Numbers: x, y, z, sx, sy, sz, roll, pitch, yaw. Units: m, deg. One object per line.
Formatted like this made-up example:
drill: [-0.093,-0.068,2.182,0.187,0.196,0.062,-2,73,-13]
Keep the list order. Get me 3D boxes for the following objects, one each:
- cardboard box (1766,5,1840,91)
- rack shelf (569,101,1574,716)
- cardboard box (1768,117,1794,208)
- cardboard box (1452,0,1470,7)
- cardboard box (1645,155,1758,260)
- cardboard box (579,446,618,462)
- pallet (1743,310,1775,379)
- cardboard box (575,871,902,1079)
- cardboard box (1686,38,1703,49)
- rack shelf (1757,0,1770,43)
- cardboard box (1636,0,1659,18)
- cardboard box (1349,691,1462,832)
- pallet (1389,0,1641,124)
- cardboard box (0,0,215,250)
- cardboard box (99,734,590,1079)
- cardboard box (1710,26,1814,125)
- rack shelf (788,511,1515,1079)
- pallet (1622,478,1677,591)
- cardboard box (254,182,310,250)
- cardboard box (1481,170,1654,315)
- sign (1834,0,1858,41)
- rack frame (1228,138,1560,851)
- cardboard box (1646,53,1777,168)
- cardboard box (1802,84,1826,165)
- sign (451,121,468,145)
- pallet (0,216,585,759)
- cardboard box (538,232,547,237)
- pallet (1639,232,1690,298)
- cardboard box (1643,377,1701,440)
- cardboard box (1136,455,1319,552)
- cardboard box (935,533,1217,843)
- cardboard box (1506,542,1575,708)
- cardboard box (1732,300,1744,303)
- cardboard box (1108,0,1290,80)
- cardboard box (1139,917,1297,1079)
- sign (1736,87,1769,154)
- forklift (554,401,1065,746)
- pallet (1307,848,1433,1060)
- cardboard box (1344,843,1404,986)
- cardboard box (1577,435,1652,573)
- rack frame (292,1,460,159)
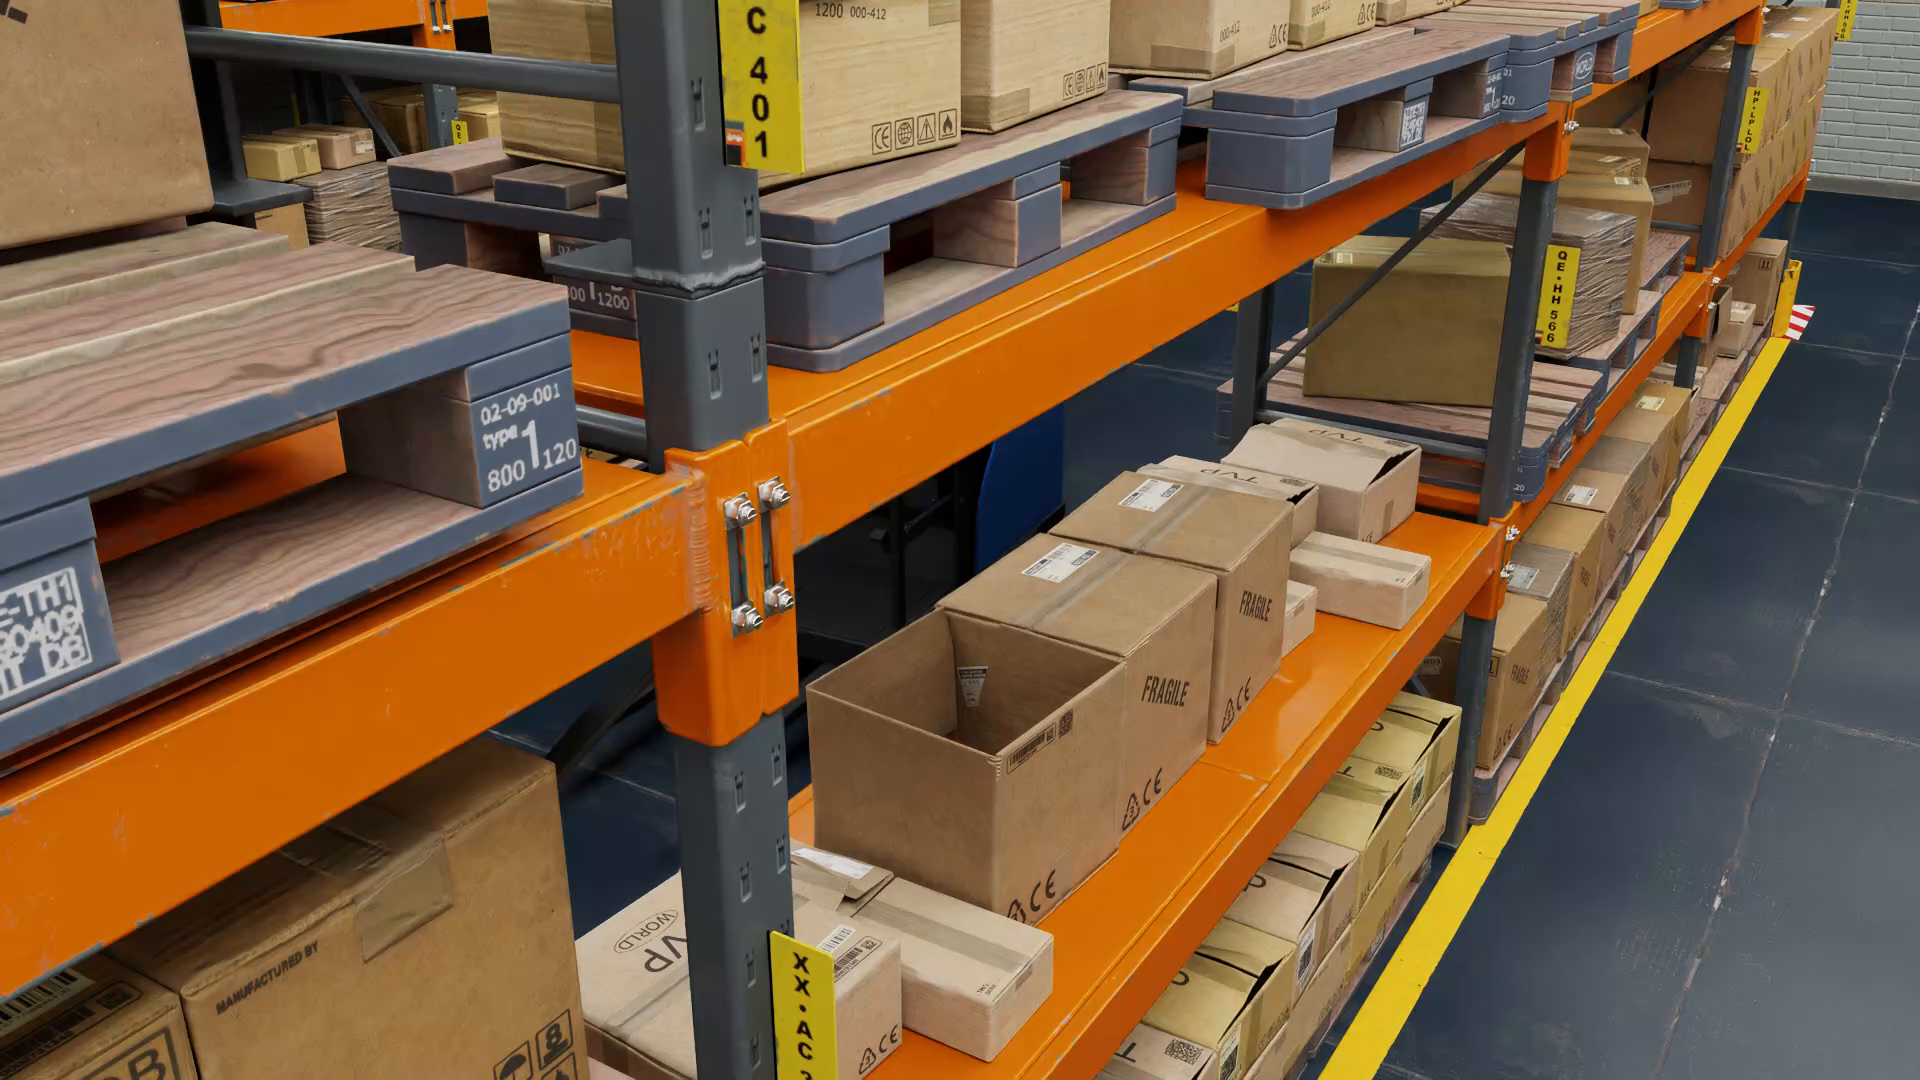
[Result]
cardboard box: [5.650,-3.355,11.340,0.500,0.500,0.500,14,27,29]
rack shelf: [0.376,-0.730,3.790,1.077,0.370,4.000,14,27,29]
cardboard box: [4.842,-2.383,10.353,0.500,0.500,0.500,13,27,28]
cardboard box: [1.240,-1.694,4.771,0.500,0.250,0.500,12,26,25]
cardboard box: [4.041,-1.869,9.166,0.500,0.500,0.500,15,27,30]
cardboard box: [-2.280,-0.822,9.050,0.750,0.750,0.750,13,27,28]
pallet: [5.191,-1.484,11.912,1.003,0.211,1.213,14,27,29]
cardboard box: [-0.456,0.885,3.118,0.500,0.250,0.500,16,28,32]
cardboard box: [4.122,-2.782,10.015,0.500,0.500,0.500,14,27,29]
rack shelf: [4.596,-3.430,10.027,1.077,0.370,4.000,14,27,29]
cardboard box: [2.176,-2.283,6.346,0.910,0.500,0.500,14,27,29]
cardboard box: [1.364,0.682,5.626,0.500,0.311,0.500,15,27,30]
pallet: [1.149,-1.400,4.671,1.213,0.211,1.003,15,28,31]
cardboard box: [-1.168,-0.573,1.691,0.500,0.500,0.500,16,28,33]
cardboard box: [-0.907,0.502,2.057,0.700,0.500,0.500,14,27,29]
cardboard box: [4.844,-2.835,10.139,0.500,0.500,0.500,15,27,31]
rack shelf: [0.376,0.647,4.386,1.077,0.370,4.000,14,27,29]
pallet: [3.144,-0.146,8.822,1.003,0.211,1.213,14,27,29]
cardboard box: [-3.290,-1.288,7.270,0.700,0.500,0.500,11,26,24]
cardboard box: [2.662,-1.338,7.410,0.700,0.500,0.500,7,24,16]
sign: [6.112,-3.612,11.462,0.100,0.325,0.005,14,27,29]
rack frame: [1.431,-0.358,5.802,1.000,3.000,0.127,14,27,29]
cardboard box: [4.029,-2.313,8.933,0.500,0.500,0.500,15,27,30]
cardboard box: [5.646,-2.896,11.538,0.500,0.500,0.500,15,27,31]
sign: [-2.313,-1.780,7.727,0.100,0.325,0.005,14,27,29]
pallet: [-1.107,-0.051,1.428,1.003,0.211,1.213,14,27,29]
cardboard box: [-2.306,-1.697,8.369,0.500,0.500,0.500,15,27,30]
pallet: [3.027,-1.373,8.388,1.003,0.211,1.213,14,27,29]
cardboard box: [3.946,-0.773,9.590,0.500,0.311,0.500,14,27,29]
cardboard box: [0.795,-0.056,5.216,0.500,0.311,0.500,14,27,28]
cardboard box: [0.282,0.343,4.056,0.500,0.500,0.500,14,27,29]
cardboard box: [2.185,0.315,6.839,0.500,0.500,0.500,13,27,27]
cardboard box: [5.284,-1.607,11.699,0.380,0.166,0.250,14,27,29]
cardboard box: [0.382,-1.141,3.495,0.500,0.250,0.500,11,26,25]
cardboard box: [0.561,1.197,4.436,0.500,0.311,0.500,15,27,30]
sign: [4.015,-2.125,8.425,0.100,0.325,0.005,14,27,29]
forklift: [-0.580,-0.833,6.984,1.130,2.935,3.031,11,26,24]
pallet: [0.964,1.191,5.733,1.003,0.211,1.213,14,27,29]
cardboard box: [1.092,1.114,5.333,0.500,0.250,0.500,14,27,28]
cardboard box: [2.992,-0.202,8.034,0.500,0.500,0.500,14,27,30]
rack frame: [-2.779,-1.395,8.197,1.000,3.000,0.127,14,27,29]
